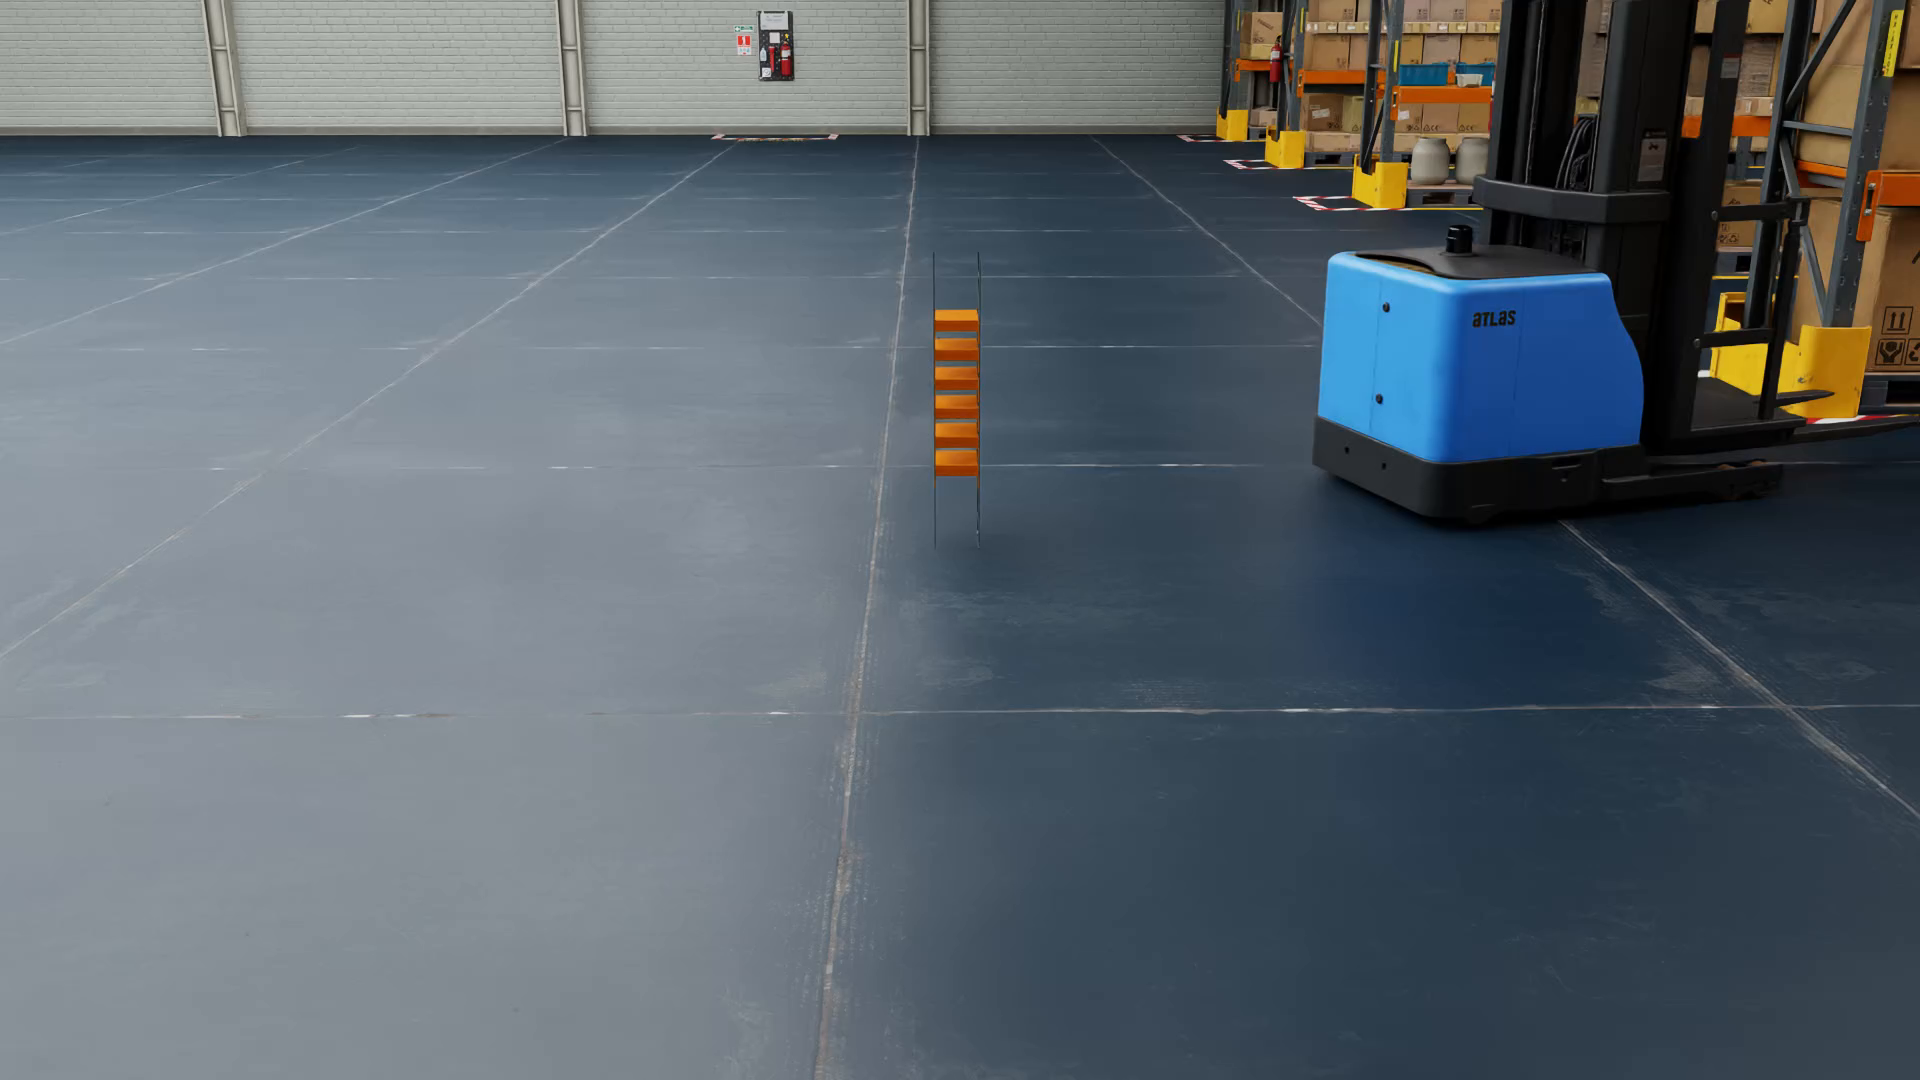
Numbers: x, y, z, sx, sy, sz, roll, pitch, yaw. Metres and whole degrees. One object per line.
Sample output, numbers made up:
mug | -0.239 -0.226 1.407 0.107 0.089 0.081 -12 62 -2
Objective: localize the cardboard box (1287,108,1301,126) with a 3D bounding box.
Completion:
cardboard box | 5.848 -7.237 28.377 0.500 0.311 0.500 1 18 4

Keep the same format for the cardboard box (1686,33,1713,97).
cardboard box | 5.867 -4.013 13.996 0.500 0.500 0.875 0 18 -1

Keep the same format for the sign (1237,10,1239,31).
sign | 4.593 -8.575 27.452 0.005 0.325 0.100 0 18 -1

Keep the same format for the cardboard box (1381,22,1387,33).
cardboard box | 5.828 -7.112 23.082 0.250 0.149 0.380 -1 18 -2

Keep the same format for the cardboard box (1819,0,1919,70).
cardboard box | 5.168 -2.851 9.010 0.550 0.550 0.875 0 18 -1

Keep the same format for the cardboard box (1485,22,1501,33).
cardboard box | 7.380 -7.121 23.109 0.250 0.149 0.380 0 18 -1

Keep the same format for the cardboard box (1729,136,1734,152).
cardboard box | 10.611 -5.660 23.594 0.500 0.250 0.500 0 18 0

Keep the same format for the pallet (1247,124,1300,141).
pallet | 5.473 -6.995 28.506 1.213 0.211 1.003 0 18 -1

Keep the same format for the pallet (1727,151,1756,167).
pallet | 10.625 -5.530 23.940 1.213 0.211 1.003 0 18 -1

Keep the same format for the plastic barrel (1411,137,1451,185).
plastic barrel | 5.398 -4.345 19.067 0.421 0.512 0.421 0 18 0

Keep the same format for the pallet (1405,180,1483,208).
pallet | 5.628 -3.992 19.147 1.213 0.211 1.003 0 18 -1

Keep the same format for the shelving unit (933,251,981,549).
shelving unit | -0.014 -0.571 6.864 0.189 1.200 0.258 0 18 -1

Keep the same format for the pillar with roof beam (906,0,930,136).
pillar with roof beam | -0.661 -10.109 23.829 0.400 9.000 9.100 0 18 -1

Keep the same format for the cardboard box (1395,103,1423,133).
cardboard box | 6.206 -6.008 23.451 0.500 0.500 0.500 0 18 -1

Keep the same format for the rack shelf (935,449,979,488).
rack shelf | -0.014 -0.300 6.951 0.180 0.103 0.258 0 18 -1

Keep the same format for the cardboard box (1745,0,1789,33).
cardboard box | 6.373 -4.378 13.498 0.500 0.500 0.500 0 18 -1

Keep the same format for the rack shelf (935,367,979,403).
rack shelf | -0.014 -0.643 6.841 0.180 0.103 0.258 0 18 -1

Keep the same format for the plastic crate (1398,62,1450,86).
plastic crate | 5.236 -5.326 18.983 0.616 0.251 0.499 0 18 -1

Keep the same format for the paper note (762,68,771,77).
paper note | -3.378 -8.168 29.041 0.142 0.148 0.016 0 18 -1

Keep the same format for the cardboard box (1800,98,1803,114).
cardboard box | 6.857 -3.619 13.829 0.250 0.149 0.380 0 18 -1

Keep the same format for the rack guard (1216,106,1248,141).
rack guard | 4.660 -7.139 28.484 0.348 0.500 1.175 0 18 -1

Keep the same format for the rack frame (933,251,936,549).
rack frame | -0.106 -0.571 6.863 0.006 1.200 0.240 0 18 -1

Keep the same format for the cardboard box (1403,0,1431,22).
cardboard box | 6.216 -7.487 23.188 0.500 0.500 0.700 0 18 -1

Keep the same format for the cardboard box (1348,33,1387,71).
cardboard box | 5.658 -6.866 23.376 0.500 0.500 0.700 0 18 1

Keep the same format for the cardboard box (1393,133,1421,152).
cardboard box | 6.206 -5.647 23.555 0.500 0.250 0.500 0 18 -1

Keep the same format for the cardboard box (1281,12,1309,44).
cardboard box | 5.561 -8.534 27.725 0.500 0.500 0.500 0 18 -1

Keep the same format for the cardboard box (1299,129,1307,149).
cardboard box | 5.198 -5.799 24.030 0.500 0.250 0.500 0 18 -1

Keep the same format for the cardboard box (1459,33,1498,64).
cardboard box | 7.193 -6.873 23.399 0.500 0.500 0.700 0 18 0

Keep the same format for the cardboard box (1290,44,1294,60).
cardboard box | 5.596 -8.179 27.847 0.500 0.250 0.500 -1 18 -3

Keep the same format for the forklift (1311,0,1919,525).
forklift | 3.256 -1.717 7.602 3.031 2.935 1.130 -6 19 -19

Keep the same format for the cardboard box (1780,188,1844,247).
cardboard box | 7.226 -2.798 14.263 0.500 0.500 0.500 -2 18 -6

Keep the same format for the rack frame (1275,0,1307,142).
rack frame | 4.666 -6.816 23.384 0.127 3.000 1.000 0 18 -1

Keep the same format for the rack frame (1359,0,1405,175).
rack frame | 4.741 -5.303 18.668 0.127 3.000 1.000 0 18 -1

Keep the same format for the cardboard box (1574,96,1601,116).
cardboard box | 5.108 -3.599 13.768 0.250 0.149 0.380 0 18 -1

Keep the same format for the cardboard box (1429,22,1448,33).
cardboard box | 6.599 -7.116 23.093 0.250 0.149 0.380 0 18 0

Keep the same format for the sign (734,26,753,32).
sign | -3.750 -8.863 28.839 0.331 0.109 0.001 0 18 -1

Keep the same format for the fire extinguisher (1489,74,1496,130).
fire extinguisher | 4.697 -3.894 14.401 0.183 0.674 0.296 0 18 -1

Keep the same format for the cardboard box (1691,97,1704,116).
cardboard box | 6.108 -3.598 13.764 0.250 0.149 0.380 0 18 -1

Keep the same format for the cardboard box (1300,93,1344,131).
cardboard box | 5.198 -6.157 23.917 0.500 0.500 0.500 0 18 -1

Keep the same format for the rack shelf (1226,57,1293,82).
rack shelf | 6.584 -7.996 28.241 4.000 0.370 1.077 0 18 -1

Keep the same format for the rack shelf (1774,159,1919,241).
rack shelf | 6.796 -1.942 9.369 4.000 0.370 1.077 0 18 -1

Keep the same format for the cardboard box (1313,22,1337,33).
cardboard box | 5.062 -7.109 23.071 0.250 0.149 0.380 0 18 -1
